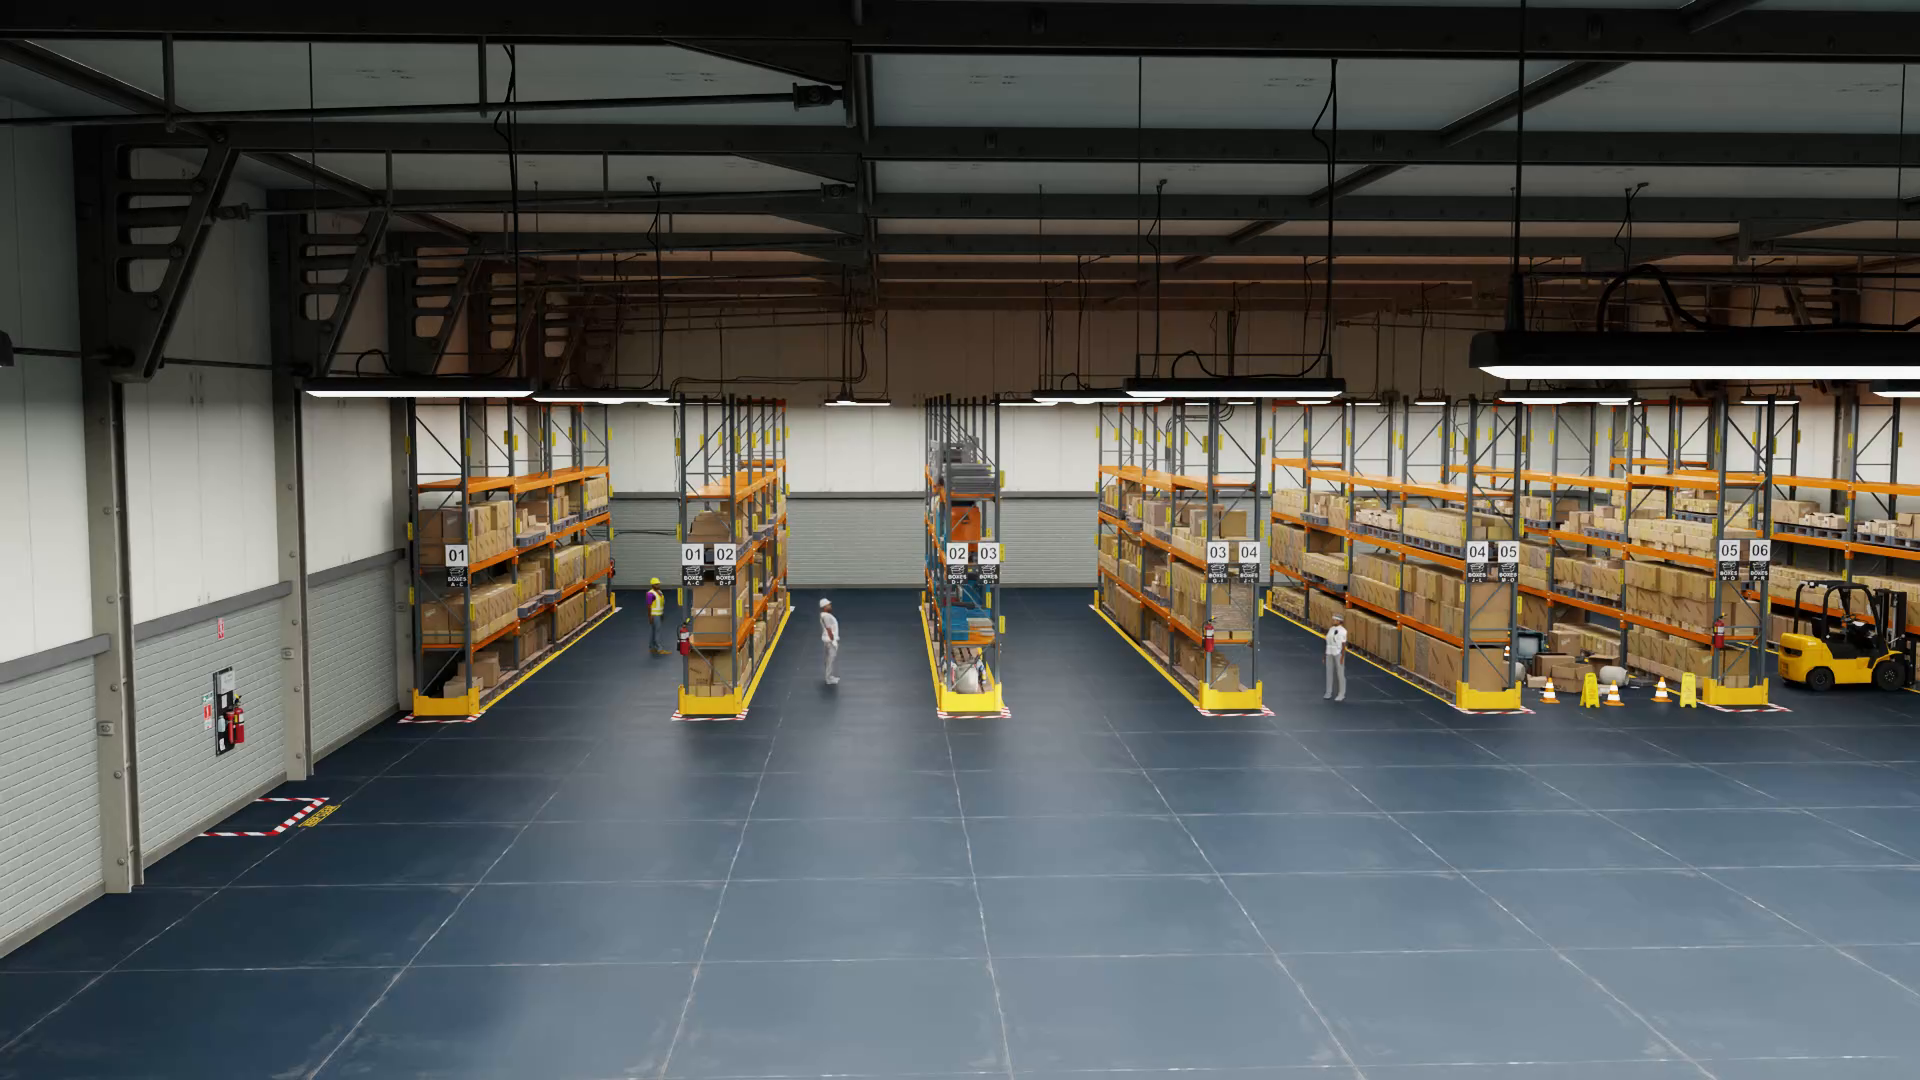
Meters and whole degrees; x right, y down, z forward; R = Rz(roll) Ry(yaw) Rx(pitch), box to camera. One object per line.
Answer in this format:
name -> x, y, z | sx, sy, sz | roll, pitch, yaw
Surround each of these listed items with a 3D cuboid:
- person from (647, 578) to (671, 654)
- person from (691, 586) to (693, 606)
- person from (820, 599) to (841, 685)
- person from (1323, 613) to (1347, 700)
person -> -7.015, 1.764, 38.924 | 0.575, 1.758, 0.600 | 0, 5, 5
person -> -7.483, 1.186, 47.510 | 0.412, 1.555, 0.946 | -2, 5, -25
person -> -2.661, 2.099, 34.520 | 0.508, 1.771, 0.630 | -2, 5, -20
person -> 7.389, 2.282, 32.797 | 0.484, 1.700, 0.387 | 4, 6, 42
